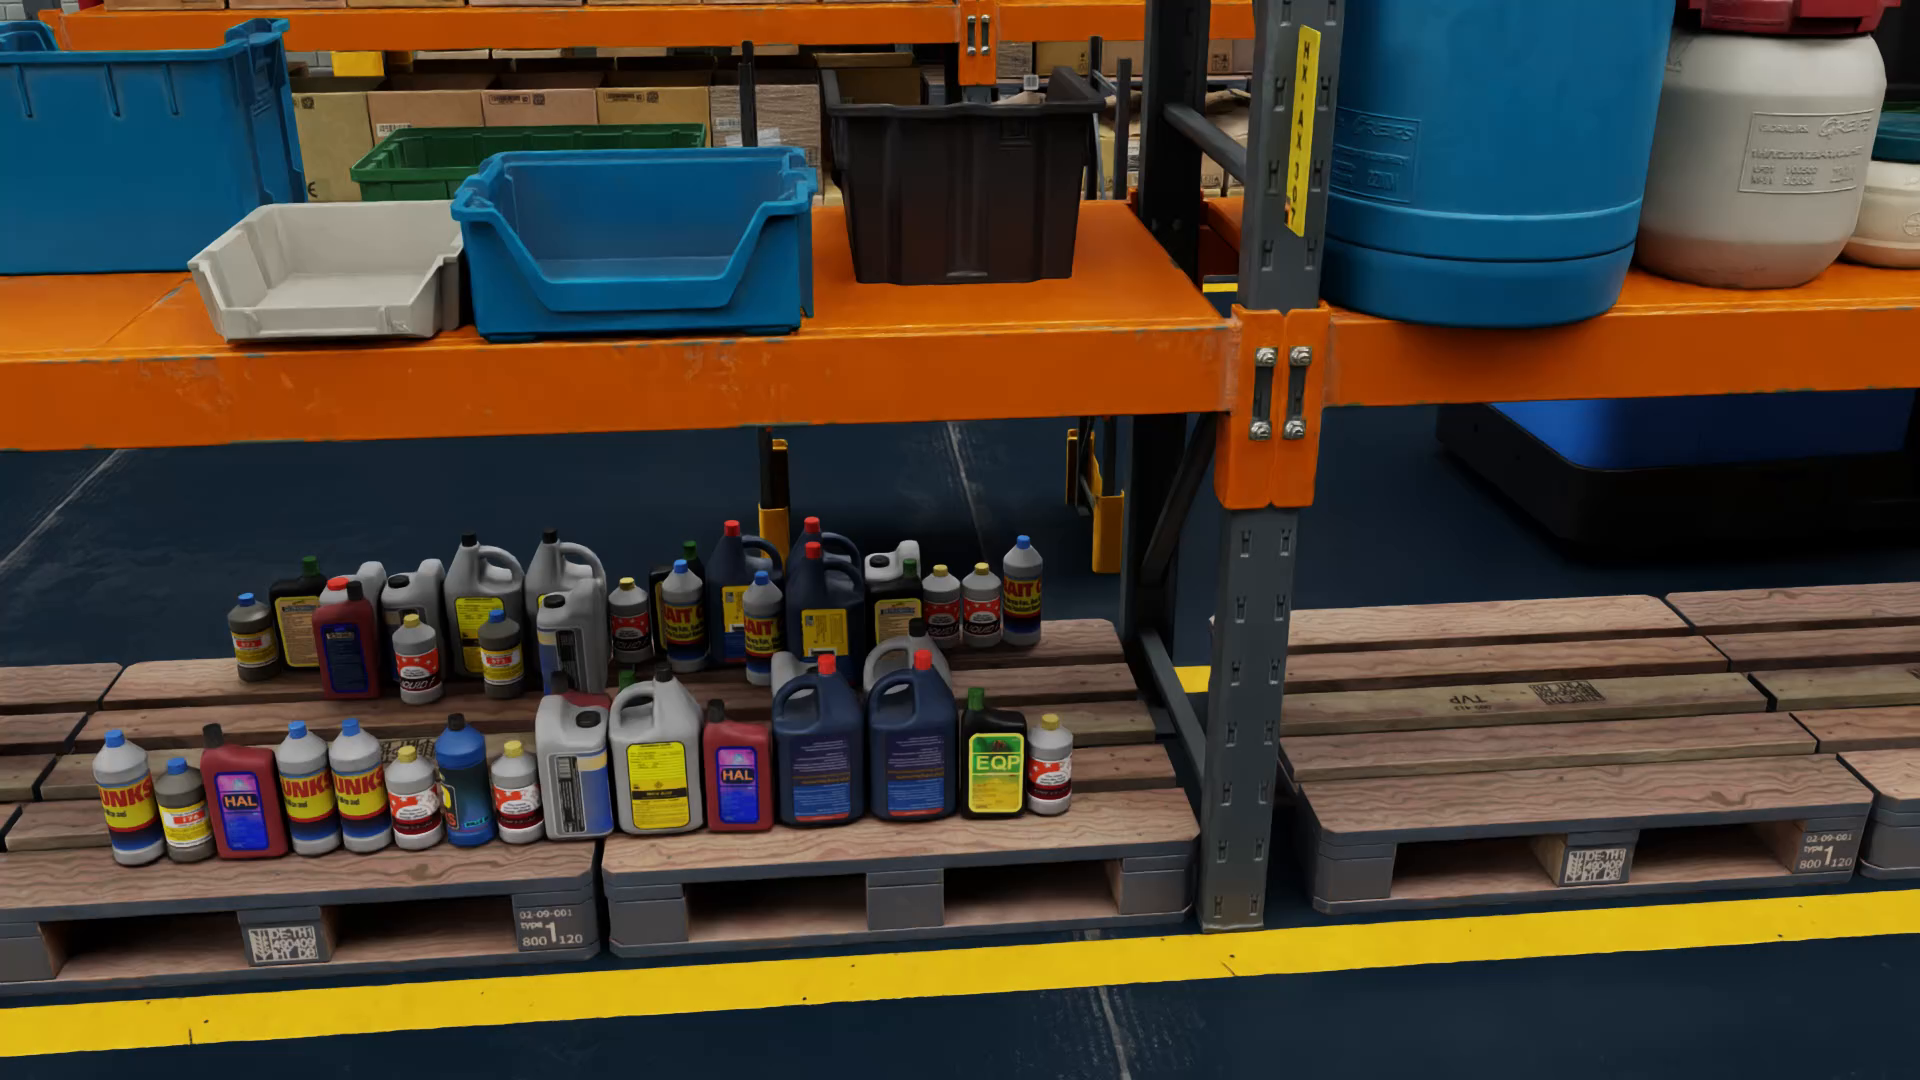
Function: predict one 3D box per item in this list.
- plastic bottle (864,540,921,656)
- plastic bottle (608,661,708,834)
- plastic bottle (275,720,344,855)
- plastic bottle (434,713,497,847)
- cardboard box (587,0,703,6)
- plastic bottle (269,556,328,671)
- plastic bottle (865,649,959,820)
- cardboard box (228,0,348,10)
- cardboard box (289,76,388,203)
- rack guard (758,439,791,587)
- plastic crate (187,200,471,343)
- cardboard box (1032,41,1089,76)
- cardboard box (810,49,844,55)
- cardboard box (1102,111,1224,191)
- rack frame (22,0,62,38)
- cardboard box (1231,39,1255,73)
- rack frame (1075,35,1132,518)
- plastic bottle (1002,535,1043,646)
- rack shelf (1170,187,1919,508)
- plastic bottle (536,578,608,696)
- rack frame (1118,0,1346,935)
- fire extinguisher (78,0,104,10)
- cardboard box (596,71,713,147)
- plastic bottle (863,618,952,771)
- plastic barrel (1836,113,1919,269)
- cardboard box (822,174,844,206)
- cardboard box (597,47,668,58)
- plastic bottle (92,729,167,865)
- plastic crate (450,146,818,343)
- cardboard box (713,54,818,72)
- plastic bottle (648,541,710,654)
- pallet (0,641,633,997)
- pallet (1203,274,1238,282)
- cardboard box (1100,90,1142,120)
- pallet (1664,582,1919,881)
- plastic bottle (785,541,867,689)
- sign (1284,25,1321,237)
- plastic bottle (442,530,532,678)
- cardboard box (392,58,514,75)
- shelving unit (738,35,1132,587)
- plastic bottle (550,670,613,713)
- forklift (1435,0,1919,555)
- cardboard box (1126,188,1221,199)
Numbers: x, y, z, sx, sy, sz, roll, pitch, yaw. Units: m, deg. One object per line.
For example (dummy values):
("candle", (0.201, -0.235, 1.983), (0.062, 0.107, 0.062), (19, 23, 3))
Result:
("plastic bottle", (-0.164, 0.140, 4.053), (0.135, 0.276, 0.152), (-1, 24, -3))
("plastic bottle", (-0.610, 0.409, 3.355), (0.185, 0.351, 0.144), (-2, 24, -5))
("plastic bottle", (-1.290, 0.483, 3.289), (0.097, 0.271, 0.097), (0, 24, 0))
("plastic bottle", (-0.988, 0.470, 3.316), (0.097, 0.271, 0.097), (0, 24, 0))
("cardboard box", (-1.433, -2.748, 7.617), (0.500, 0.500, 0.700), (-2, 24, -4))
("plastic bottle", (-1.567, 0.175, 3.967), (0.133, 0.283, 0.061), (-2, 24, -4))
("plastic bottle", (-0.098, 0.389, 3.402), (0.185, 0.351, 0.144), (-3, 24, -7))
("cardboard box", (-2.961, -2.687, 7.480), (0.500, 0.500, 0.700), (-2, 24, -4))
("cardboard box", (-2.896, -1.836, 7.632), (0.500, 0.500, 0.500), (-2, 24, -5))
("rack guard", (-0.571, -0.091, 5.148), (0.087, 0.250, 0.587), (-2, 24, -5))
("plastic crate", (-1.076, -0.475, 2.950), (0.437, 0.136, 0.530), (-2, 24, -5))
("cardboard box", (0.781, -3.903, 12.874), (0.500, 0.500, 0.700), (-3, 24, -6))
("cardboard box", (-0.988, -3.640, 12.693), (0.250, 0.166, 0.380), (-5, 25, -12))
("cardboard box", (0.966, -1.890, 7.988), (0.500, 0.311, 0.500), (-3, 24, -6))
("rack frame", (-3.949, -2.605, 7.418), (0.127, 3.000, 1.000), (-2, 24, -5))
("cardboard box", (2.286, -3.962, 13.007), (0.500, 0.500, 0.700), (-2, 24, -5))
("rack frame", (0.421, -0.702, 4.983), (0.032, 1.500, 0.500), (-2, 24, -5))
("plastic bottle", (0.155, 0.119, 4.108), (0.097, 0.271, 0.097), (0, 24, 0))
("rack shelf", (2.505, -0.514, 3.599), (4.000, 0.370, 1.077), (-2, 24, -5))
("plastic bottle", (-0.900, 0.229, 3.854), (0.135, 0.276, 0.152), (-2, 24, -5))
("rack frame", (0.515, -0.763, 3.273), (0.127, 3.000, 1.000), (-2, 24, -5))
("fire extinguisher", (-4.112, -2.753, 7.846), (0.183, 0.674, 0.296), (-2, 24, -5))
("cardboard box", (-1.404, -1.900, 7.775), (0.500, 0.500, 0.500), (-2, 24, -5))
("plastic bottle", (-0.112, 0.331, 3.533), (0.185, 0.351, 0.144), (-2, 24, -5))
("plastic barrel", (1.847, -0.690, 3.280), (0.301, 0.262, 0.301), (0, 24, 0))
("cardboard box", (-0.408, -1.594, 8.011), (0.500, 0.250, 0.500), (-2, 24, -5))
("cardboard box", (-2.440, -3.689, 12.393), (0.500, 0.500, 0.700), (-4, 24, -8))
("plastic bottle", (-1.631, 0.496, 3.258), (0.097, 0.271, 0.097), (0, 24, 0))
("plastic crate", (-0.560, -0.541, 2.957), (0.616, 0.251, 0.499), (-2, 24, -5))
("cardboard box", (-0.957, -2.128, 8.290), (0.500, 0.500, 0.500), (-2, 24, -5))
("plastic bottle", (-0.685, 0.139, 4.046), (0.133, 0.283, 0.061), (-1, 24, -3))
("pallet", (-1.374, 0.571, 3.704), (1.213, 0.211, 1.003), (-2, 24, -5))
("pallet", (0.761, -1.536, 8.446), (1.213, 0.211, 1.003), (-2, 24, -5))
("cardboard box", (0.924, -2.112, 8.487), (0.500, 0.311, 0.500), (-2, 24, -4))
("pallet", (2.509, 0.414, 4.058), (1.213, 0.211, 1.003), (-2, 24, -5))
("plastic bottle", (-0.315, 0.169, 3.895), (0.185, 0.351, 0.144), (-2, 24, -5))
("sign", (0.558, -0.666, 2.715), (0.005, 0.325, 0.100), (-2, 24, -5))
("plastic bottle", (-1.125, 0.143, 3.955), (0.185, 0.351, 0.144), (-1, 24, -3))
("cardboard box", (-2.451, -2.071, 8.161), (0.500, 0.500, 0.500), (-2, 24, -5))
("shelving unit", (-0.076, -0.682, 4.939), (1.083, 1.500, 0.587), (-2, 24, -5))
("plastic bottle", (-0.783, 0.402, 3.455), (0.133, 0.283, 0.061), (-2, 24, -5))
("forklift", (3.249, -1.563, 5.159), (3.031, 2.935, 1.130), (-4, 24, -9))
("cardboard box", (0.966, -1.636, 8.106), (0.500, 0.250, 0.500), (-2, 24, -4))
